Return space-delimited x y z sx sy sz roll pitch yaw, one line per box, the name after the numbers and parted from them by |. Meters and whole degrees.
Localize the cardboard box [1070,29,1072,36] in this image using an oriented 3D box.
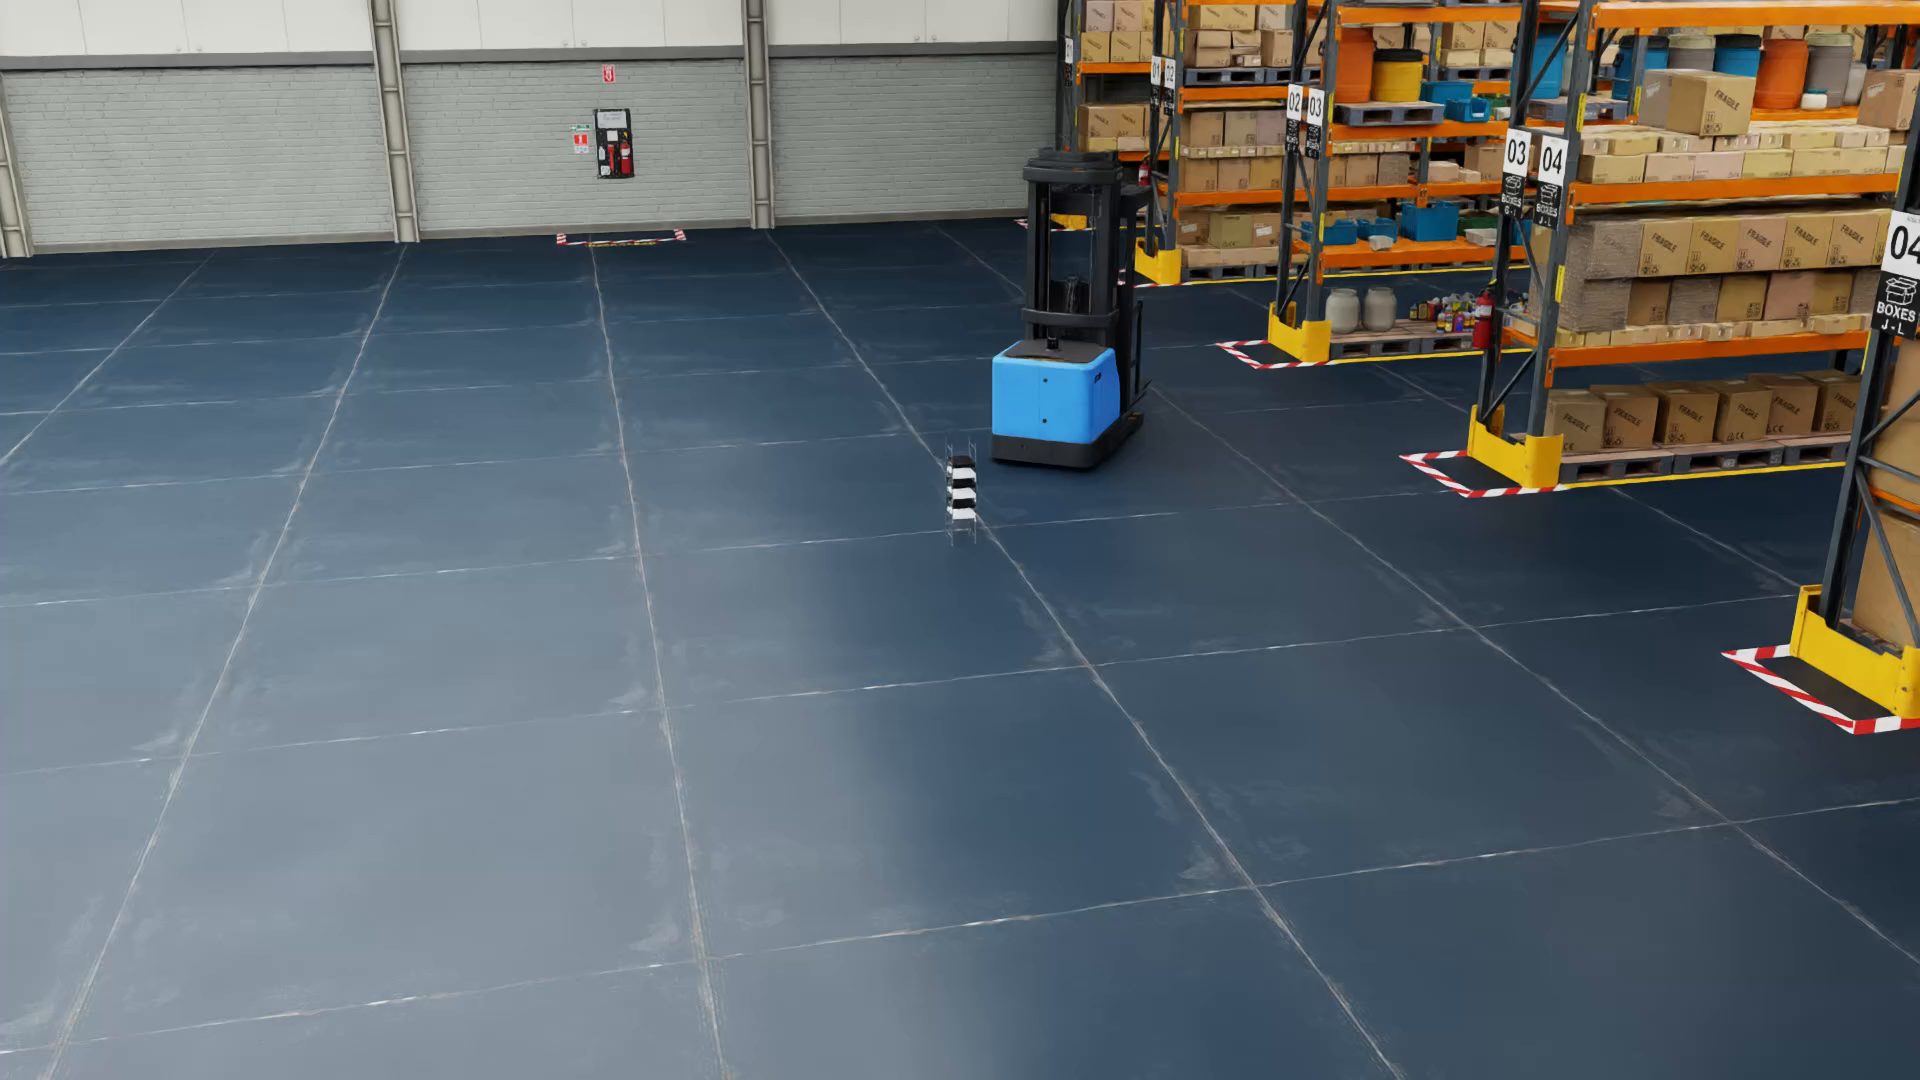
2.218 -8.647 29.024 0.500 0.500 0.500 -3 20 -9 | cardboard box

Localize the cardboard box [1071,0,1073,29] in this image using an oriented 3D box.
2.229 -9.120 28.862 0.500 0.500 0.500 -4 20 -10 | cardboard box

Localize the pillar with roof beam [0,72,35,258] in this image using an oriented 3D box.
-14.174 -7.361 21.325 0.400 9.000 9.100 -5 21 -12 | pillar with roof beam

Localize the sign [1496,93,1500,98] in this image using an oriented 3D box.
9.789 -8.023 30.288 0.005 0.325 0.100 -5 21 -12 | sign

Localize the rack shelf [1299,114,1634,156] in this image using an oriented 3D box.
6.096 -4.977 20.226 4.000 0.370 1.077 -5 21 -12 | rack shelf

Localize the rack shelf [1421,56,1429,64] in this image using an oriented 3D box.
7.709 -8.610 30.143 4.000 0.370 1.077 -5 21 -12 | rack shelf

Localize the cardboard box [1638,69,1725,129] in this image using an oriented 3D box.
6.739 -4.127 15.556 0.500 0.500 0.500 -5 21 -12 | cardboard box

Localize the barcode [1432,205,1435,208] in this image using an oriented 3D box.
7.250 -5.088 25.441 0.075 0.075 0.001 -5 21 -12 | barcode

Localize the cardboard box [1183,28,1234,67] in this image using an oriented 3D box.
3.574 -7.170 24.203 0.637 0.503 0.797 -3 20 -9 | cardboard box

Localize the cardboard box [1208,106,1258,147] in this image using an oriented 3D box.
4.033 -6.143 24.692 0.500 0.500 0.700 -5 21 -14 | cardboard box

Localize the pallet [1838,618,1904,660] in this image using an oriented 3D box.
7.092 0.798 11.830 1.213 0.211 1.003 -5 21 -12 | pallet

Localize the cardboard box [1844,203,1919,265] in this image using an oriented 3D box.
8.807 -2.935 15.935 0.500 0.500 0.500 -5 21 -12 | cardboard box

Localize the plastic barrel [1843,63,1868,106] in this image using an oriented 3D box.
11.562 -5.920 21.592 0.421 0.512 0.421 0 20 0 | plastic barrel

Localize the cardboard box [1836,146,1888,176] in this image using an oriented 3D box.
8.288 -3.584 15.593 0.500 0.250 0.500 -4 21 -11 | cardboard box

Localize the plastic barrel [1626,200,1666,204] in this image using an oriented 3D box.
8.488 -4.229 20.770 0.708 0.901 0.600 -5 21 -12 | plastic barrel

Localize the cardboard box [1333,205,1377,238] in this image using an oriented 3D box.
6.016 -4.836 25.452 0.500 0.500 0.500 -5 21 -12 | cardboard box

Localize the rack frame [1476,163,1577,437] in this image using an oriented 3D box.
5.289 -2.090 15.660 0.127 3.000 1.000 -5 21 -12 | rack frame

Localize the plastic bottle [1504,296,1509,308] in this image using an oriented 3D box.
7.048 -3.013 21.507 0.097 0.271 0.097 0 20 0 | plastic bottle

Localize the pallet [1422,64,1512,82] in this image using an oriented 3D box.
7.761 -7.116 25.297 1.217 0.209 0.805 -5 21 -15 | pallet

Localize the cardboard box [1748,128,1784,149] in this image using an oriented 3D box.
7.368 -3.712 15.364 0.250 0.149 0.380 -5 21 -14 | cardboard box

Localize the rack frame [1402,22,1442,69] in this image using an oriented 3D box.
6.906 -8.540 24.545 0.127 3.000 1.000 -5 21 -12 | rack frame

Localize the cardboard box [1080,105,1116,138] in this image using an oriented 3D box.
2.404 -7.293 28.961 0.500 0.500 0.500 -5 21 -12 | cardboard box

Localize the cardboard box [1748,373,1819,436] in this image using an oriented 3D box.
8.228 -1.364 16.701 0.500 0.500 0.500 2 20 5 | cardboard box

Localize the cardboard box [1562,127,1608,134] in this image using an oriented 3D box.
5.768 -3.723 15.395 0.250 0.149 0.380 -5 21 -14 | cardboard box

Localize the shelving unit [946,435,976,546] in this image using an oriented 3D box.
0.008 -0.423 14.162 0.210 0.900 0.258 -5 21 -12 | shelving unit

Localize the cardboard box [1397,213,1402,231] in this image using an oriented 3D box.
7.234 -5.021 26.231 0.500 0.311 0.500 -5 21 -12 | cardboard box

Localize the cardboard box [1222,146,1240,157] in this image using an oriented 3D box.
3.944 -5.758 24.584 0.250 0.149 0.380 -5 21 -12 | cardboard box

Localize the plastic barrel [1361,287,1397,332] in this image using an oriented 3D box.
5.260 -2.895 20.862 0.421 0.512 0.421 0 20 0 | plastic barrel

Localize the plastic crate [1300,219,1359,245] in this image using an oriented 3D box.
4.568 -3.818 20.593 0.616 0.251 0.499 -5 21 -12 | plastic crate

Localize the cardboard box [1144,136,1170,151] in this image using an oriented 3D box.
3.417 -7.020 29.306 0.500 0.250 0.500 -5 21 -13 | cardboard box

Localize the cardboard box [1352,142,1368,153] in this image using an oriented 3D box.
5.940 -5.920 25.026 0.250 0.149 0.380 -5 21 -13 | cardboard box

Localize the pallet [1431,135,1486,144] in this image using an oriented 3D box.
8.986 -7.515 30.749 1.003 0.211 1.213 -5 21 -12 | pallet

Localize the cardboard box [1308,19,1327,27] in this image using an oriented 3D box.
6.313 -9.050 29.543 0.500 0.500 0.500 -2 20 -5 | cardboard box

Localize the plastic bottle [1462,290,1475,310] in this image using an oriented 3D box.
6.564 -3.054 21.502 0.185 0.351 0.144 -5 21 -13 | plastic bottle

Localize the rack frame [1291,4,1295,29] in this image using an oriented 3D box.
5.762 -10.198 29.071 0.127 3.000 1.000 -5 21 -12 | rack frame

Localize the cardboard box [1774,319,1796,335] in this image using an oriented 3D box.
7.812 -2.091 16.027 0.250 0.149 0.380 -5 21 -12 | cardboard box

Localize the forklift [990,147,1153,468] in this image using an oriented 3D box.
1.300 -2.542 16.993 1.130 2.935 3.031 8 21 20 | forklift

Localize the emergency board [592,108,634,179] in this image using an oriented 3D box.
-5.901 -6.752 28.385 0.643 1.169 0.194 -5 21 -12 | emergency board

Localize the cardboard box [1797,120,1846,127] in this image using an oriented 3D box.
8.281 -3.951 16.018 0.250 0.149 0.380 -5 21 -12 | cardboard box

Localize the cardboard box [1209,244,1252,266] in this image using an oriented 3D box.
4.072 -4.321 25.138 0.500 0.250 0.500 -5 21 -12 | cardboard box

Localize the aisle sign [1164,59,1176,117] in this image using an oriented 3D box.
3.020 -6.519 23.972 0.004 0.787 0.394 -5 21 -12 | aisle sign

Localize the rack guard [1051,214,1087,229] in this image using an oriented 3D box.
1.944 -5.897 29.685 0.348 0.500 1.175 -5 21 -12 | rack guard

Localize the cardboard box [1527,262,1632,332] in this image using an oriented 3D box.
5.831 -2.311 15.685 0.500 0.500 0.875 -5 21 -12 | cardboard box

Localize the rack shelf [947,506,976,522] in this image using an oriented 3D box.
0.008 -0.223 14.235 0.200 0.077 0.258 -5 21 -12 | rack shelf

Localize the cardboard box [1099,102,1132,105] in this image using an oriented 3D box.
2.772 -7.500 29.528 0.500 0.500 0.500 -4 21 -12 | cardboard box

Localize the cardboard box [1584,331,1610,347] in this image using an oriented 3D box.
5.869 -1.928 15.583 0.250 0.149 0.380 -5 21 -12 | cardboard box

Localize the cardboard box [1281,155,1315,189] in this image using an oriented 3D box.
4.977 -5.610 25.122 0.500 0.500 0.700 -4 21 -11 | cardboard box

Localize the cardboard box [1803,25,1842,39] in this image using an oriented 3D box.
13.539 -7.980 26.476 0.600 0.600 0.600 -5 21 -13 | cardboard box

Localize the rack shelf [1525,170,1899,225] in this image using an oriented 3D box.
7.236 -3.319 15.700 4.000 0.370 1.077 -5 21 -12 | rack shelf

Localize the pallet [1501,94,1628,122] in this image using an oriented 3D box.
7.362 -5.295 20.321 1.003 0.211 1.213 -5 21 -12 | pallet

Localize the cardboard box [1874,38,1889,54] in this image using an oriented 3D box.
15.102 -8.058 27.083 0.500 0.250 0.500 -5 21 -12 | cardboard box

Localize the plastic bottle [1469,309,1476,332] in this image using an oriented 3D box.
6.417 -2.748 20.782 0.097 0.271 0.097 0 20 0 | plastic bottle
